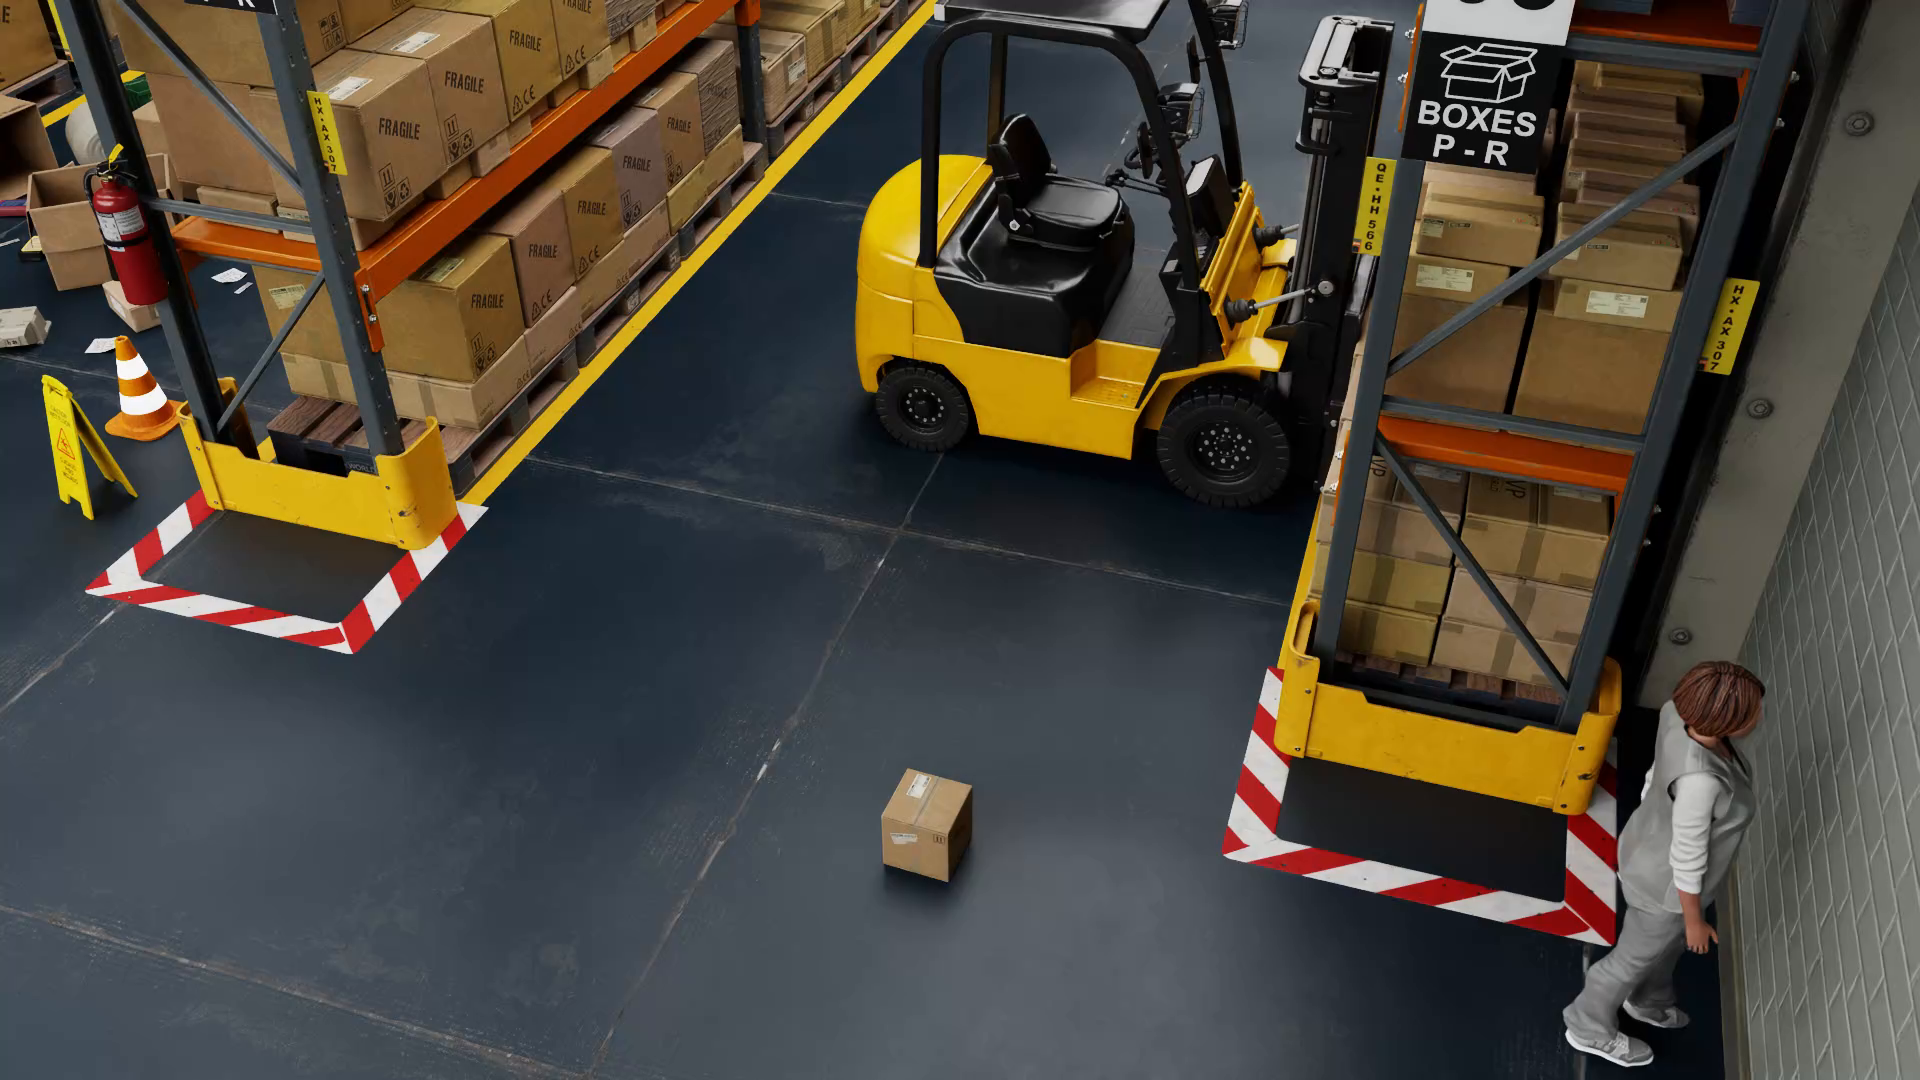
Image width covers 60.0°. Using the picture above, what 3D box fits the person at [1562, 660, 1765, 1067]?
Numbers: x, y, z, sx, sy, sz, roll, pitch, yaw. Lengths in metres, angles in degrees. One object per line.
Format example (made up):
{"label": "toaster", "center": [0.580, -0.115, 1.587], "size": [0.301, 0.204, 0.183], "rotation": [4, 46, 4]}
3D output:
{"label": "person", "center": [2.134, 1.011, 4.873], "size": [0.427, 1.653, 0.437], "rotation": [12, 39, 15]}
